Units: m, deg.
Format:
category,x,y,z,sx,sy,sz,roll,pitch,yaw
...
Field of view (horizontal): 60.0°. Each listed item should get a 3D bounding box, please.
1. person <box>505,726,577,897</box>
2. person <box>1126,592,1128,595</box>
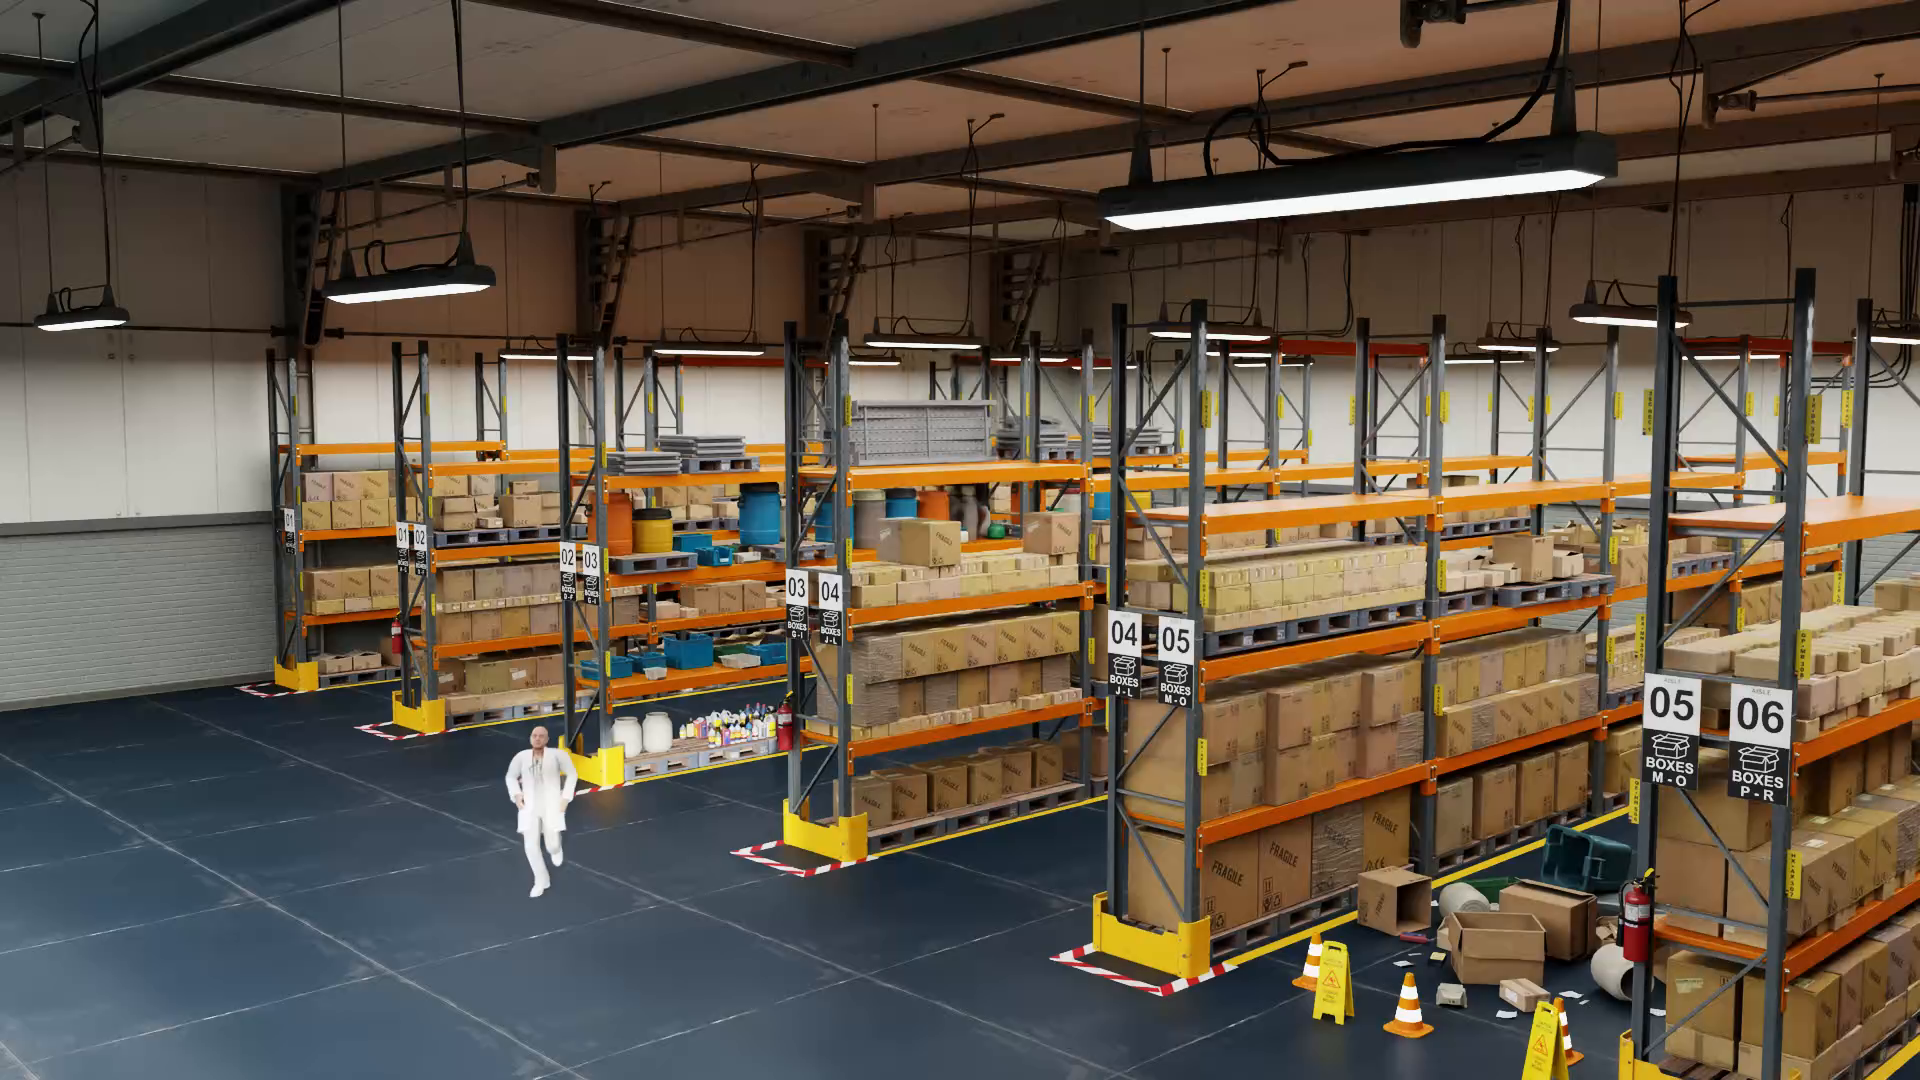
category,x,y,z,sx,sy,sz,roll,pitch,yaw
person,-4.392,2.804,17.447,0.742,1.733,0.713,-1,5,-7
person,2.782,1.662,27.068,0.676,1.779,0.815,4,6,36
